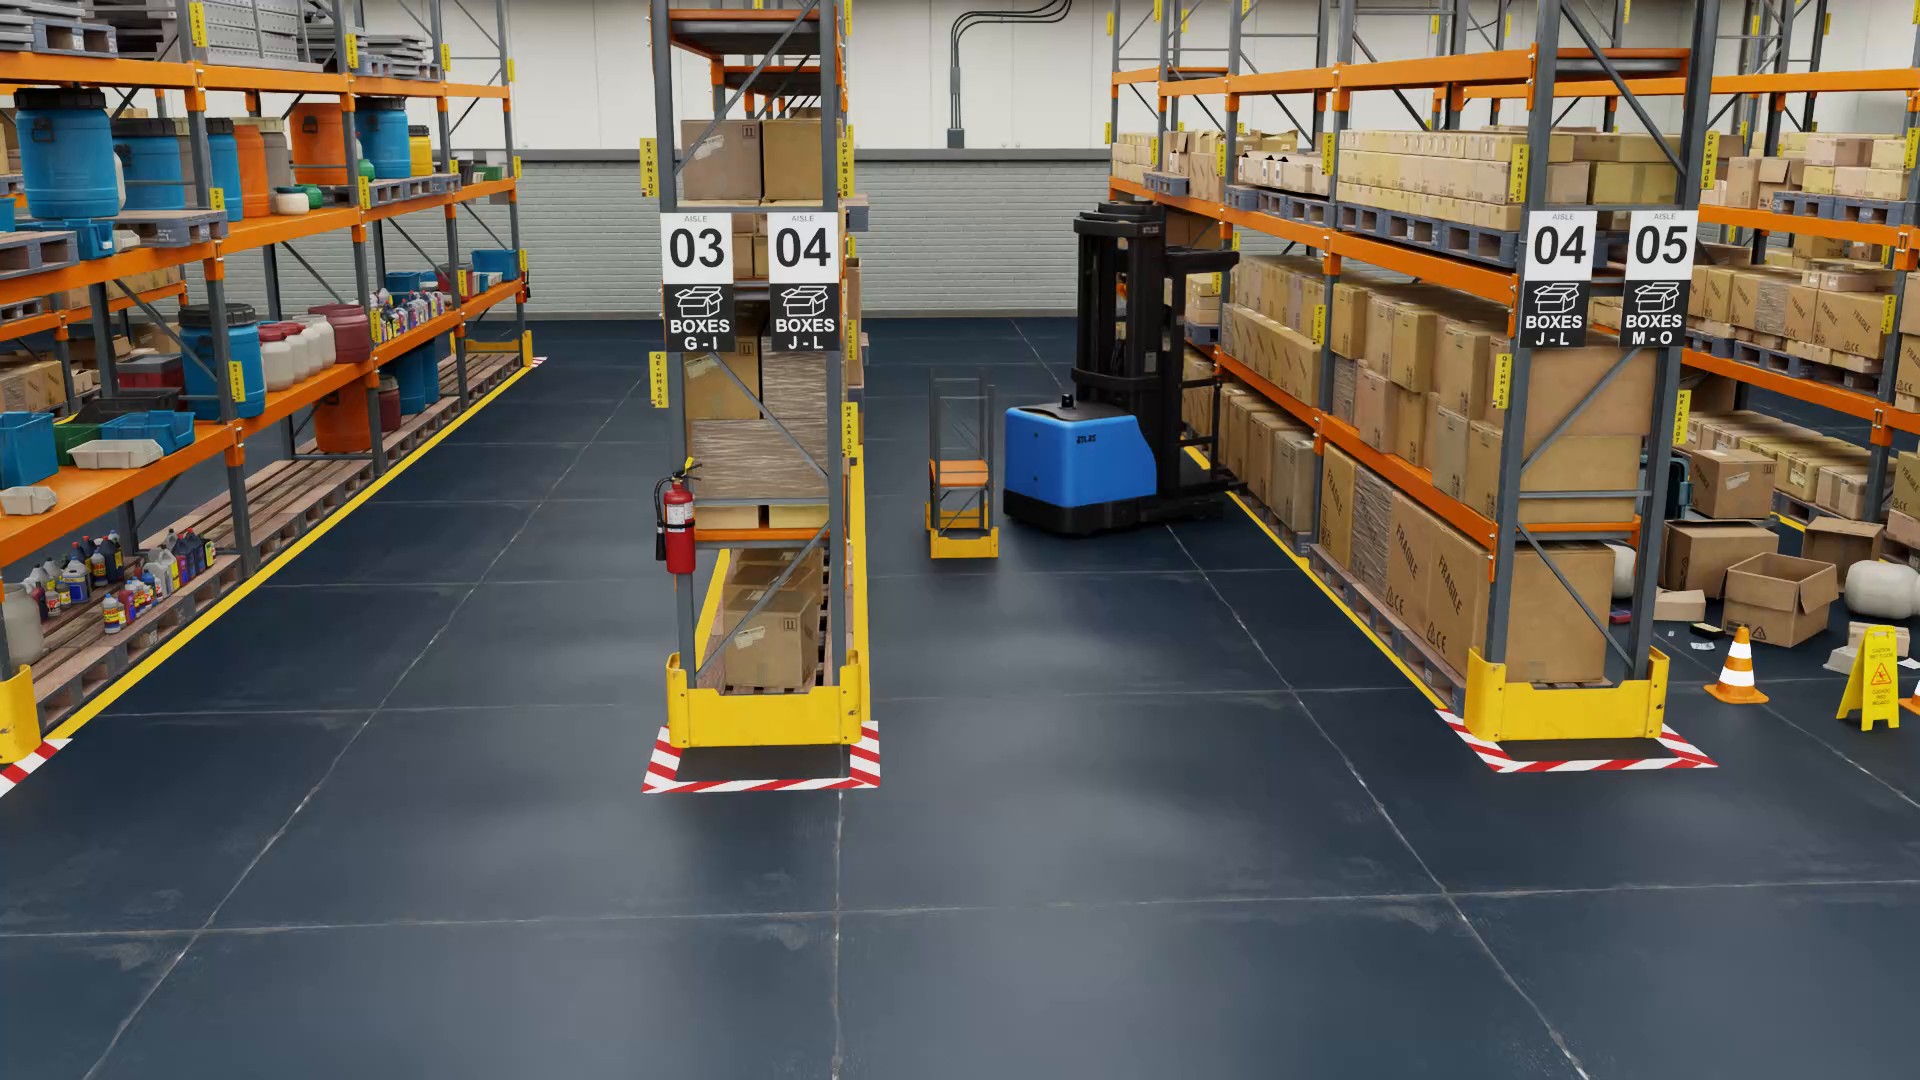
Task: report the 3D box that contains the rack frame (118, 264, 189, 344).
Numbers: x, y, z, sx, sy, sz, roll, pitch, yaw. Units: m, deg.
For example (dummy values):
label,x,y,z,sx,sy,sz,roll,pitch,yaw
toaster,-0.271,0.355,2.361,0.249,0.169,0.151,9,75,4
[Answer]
label,x,y,z,sx,sy,sz,roll,pitch,yaw
rack frame,-12.072,-4.047,24.738,1.000,3.000,0.127,-1,14,-3

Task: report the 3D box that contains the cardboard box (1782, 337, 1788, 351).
label,x,y,z,sx,sy,sz,roll,pitch,yaw
cardboard box,8.180,-1.895,16.031,0.380,0.149,0.250,-1,14,-5

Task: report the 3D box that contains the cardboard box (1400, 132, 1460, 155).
label,x,y,z,sx,sy,sz,roll,pitch,yaw
cardboard box,3.294,-2.761,11.580,0.380,0.149,0.250,-1,14,-4

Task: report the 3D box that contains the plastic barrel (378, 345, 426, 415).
label,x,y,z,sx,sy,sz,roll,pitch,yaw
plastic barrel,-6.819,-2.004,20.163,0.600,0.901,0.708,-1,14,-3

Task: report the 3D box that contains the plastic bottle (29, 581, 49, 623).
label,x,y,z,sx,sy,sz,roll,pitch,yaw
plastic bottle,-6.570,0.444,11.850,0.061,0.283,0.133,-1,14,-3

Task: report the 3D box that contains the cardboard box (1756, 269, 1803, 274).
label,x,y,z,sx,sy,sz,roll,pitch,yaw
cardboard box,8.551,-2.522,17.167,0.500,0.500,0.500,-1,14,-4

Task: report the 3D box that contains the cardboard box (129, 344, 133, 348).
label,x,y,z,sx,sy,sz,roll,pitch,yaw
cardboard box,-12.290,-2.665,24.000,0.500,0.250,0.500,-1,14,-3

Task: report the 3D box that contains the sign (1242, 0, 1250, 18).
label,x,y,z,sx,sy,sz,roll,pitch,yaw
sign,3.574,-6.701,20.817,0.100,0.325,0.005,-1,14,-3

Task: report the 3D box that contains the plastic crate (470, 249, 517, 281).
label,x,y,z,sx,sy,sz,roll,pitch,yaw
plastic crate,-6.921,-4.089,24.707,0.616,0.435,0.499,-1,14,-3

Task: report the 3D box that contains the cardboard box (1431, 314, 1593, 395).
label,x,y,z,sx,sy,sz,roll,pitch,yaw
cardboard box,3.754,-1.237,11.346,0.875,0.550,0.550,-1,14,-3

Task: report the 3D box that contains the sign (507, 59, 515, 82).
label,x,y,z,sx,sy,sz,roll,pitch,yaw
sign,-6.580,-6.885,24.373,0.100,0.325,0.005,-1,14,-3

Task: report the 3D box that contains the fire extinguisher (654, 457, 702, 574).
label,x,y,z,sx,sy,sz,roll,pitch,yaw
fire extinguisher,-1.646,-0.147,9.734,0.296,0.674,0.183,-1,14,-3

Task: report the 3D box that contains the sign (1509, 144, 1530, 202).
label,x,y,z,sx,sy,sz,roll,pitch,yaw
sign,3.221,-2.110,9.569,0.100,0.325,0.005,-1,14,-3

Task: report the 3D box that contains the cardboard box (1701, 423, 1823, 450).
label,x,y,z,sx,sy,sz,roll,pitch,yaw
cardboard box,8.281,-0.970,17.206,0.950,0.372,0.625,-1,14,-5

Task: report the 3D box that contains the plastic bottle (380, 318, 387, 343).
label,x,y,z,sx,sy,sz,roll,pitch,yaw
plastic bottle,-6.365,-2.301,18.199,0.152,0.276,0.135,-1,14,-3

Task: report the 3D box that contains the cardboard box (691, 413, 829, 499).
label,x,y,z,sx,sy,sz,roll,pitch,yaw
cardboard box,-1.200,-0.550,10.347,0.875,0.500,0.500,-1,14,-3

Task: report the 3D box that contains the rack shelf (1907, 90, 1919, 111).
label,x,y,z,sx,sy,sz,roll,pitch,yaw
rack shelf,13.032,-5.301,19.817,1.077,0.370,4.000,-1,14,-3

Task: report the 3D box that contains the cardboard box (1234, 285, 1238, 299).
label,x,y,z,sx,sy,sz,roll,pitch,yaw
cardboard box,3.369,-2.869,19.221,0.380,0.149,0.250,-1,14,-3

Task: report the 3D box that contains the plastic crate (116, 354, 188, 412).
label,x,y,z,sx,sy,sz,roll,pitch,yaw
plastic crate,-6.720,-1.285,13.874,0.402,0.464,0.583,-1,14,-3

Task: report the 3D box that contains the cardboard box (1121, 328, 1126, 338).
label,x,y,z,sx,sy,sz,roll,pitch,yaw
cardboard box,2.589,-3.034,24.485,0.380,0.149,0.250,-2,15,-6

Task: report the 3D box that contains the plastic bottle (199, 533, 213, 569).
label,x,y,z,sx,sy,sz,roll,pitch,yaw
plastic bottle,-6.025,0.078,13.270,0.061,0.283,0.133,0,14,-1

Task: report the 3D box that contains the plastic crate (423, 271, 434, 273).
label,x,y,z,sx,sy,sz,roll,pitch,yaw
plastic crate,-7.359,-3.677,23.513,0.416,0.233,0.300,-1,14,-3

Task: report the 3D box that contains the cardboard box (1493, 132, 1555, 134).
label,x,y,z,sx,sy,sz,roll,pitch,yaw
cardboard box,3.951,-2.772,11.620,0.380,0.149,0.250,-1,14,-3

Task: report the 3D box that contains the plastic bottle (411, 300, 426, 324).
label,x,y,z,sx,sy,sz,roll,pitch,yaw
plastic bottle,-6.471,-2.725,19.848,0.152,0.276,0.135,-1,14,-3

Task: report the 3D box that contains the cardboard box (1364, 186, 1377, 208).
label,x,y,z,sx,sy,sz,roll,pitch,yaw
cardboard box,3.246,-2.565,12.416,0.380,0.149,0.250,-1,14,-4

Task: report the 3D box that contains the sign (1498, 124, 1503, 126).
label,x,y,z,sx,sy,sz,roll,pitch,yaw
sign,8.249,-6.201,25.468,0.100,0.325,0.005,-1,14,-3

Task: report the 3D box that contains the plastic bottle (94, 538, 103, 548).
label,x,y,z,sx,sy,sz,roll,pitch,yaw
plastic bottle,-6.755,0.133,13.071,0.152,0.276,0.135,0,14,-1

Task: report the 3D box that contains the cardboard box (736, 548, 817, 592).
label,x,y,z,sx,sy,sz,roll,pitch,yaw
cardboard box,-1.306,0.327,11.909,0.500,0.500,0.500,0,14,2

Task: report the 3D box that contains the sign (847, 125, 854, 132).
label,x,y,z,sx,sy,sz,roll,pitch,yaw
sign,-1.642,-6.048,24.873,0.100,0.325,0.005,-1,14,-3

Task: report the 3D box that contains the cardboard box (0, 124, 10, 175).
label,x,y,z,sx,sy,sz,roll,pitch,yaw
cardboard box,-11.866,-4.679,19.929,0.600,0.600,0.600,-2,15,-9

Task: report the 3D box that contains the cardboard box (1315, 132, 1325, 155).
label,x,y,z,sx,sy,sz,roll,pitch,yaw
cardboard box,3.655,-3.586,15.681,0.500,0.500,0.500,-1,14,-3

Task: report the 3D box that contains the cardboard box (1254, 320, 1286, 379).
label,x,y,z,sx,sy,sz,roll,pitch,yaw
cardboard box,3.120,-1.818,15.872,0.500,0.500,0.500,-1,14,-4

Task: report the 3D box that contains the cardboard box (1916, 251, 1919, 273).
label,x,y,z,sx,sy,sz,roll,pitch,yaw
cardboard box,12.747,-3.434,21.312,0.700,0.500,0.500,-1,14,-3

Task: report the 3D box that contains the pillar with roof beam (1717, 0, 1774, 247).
label,x,y,z,sx,sy,sz,roll,pitch,yaw
pillar with roof beam,9.096,-7.953,27.879,9.100,9.000,0.400,-1,14,-3

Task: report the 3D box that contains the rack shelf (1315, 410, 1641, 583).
label,x,y,z,sx,sy,sz,roll,pitch,yaw
rack shelf,3.640,-0.421,12.086,1.077,0.370,4.000,-1,14,-3

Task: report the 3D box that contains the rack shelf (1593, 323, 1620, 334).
label,x,y,z,sx,sy,sz,roll,pitch,yaw
rack shelf,8.078,-2.512,20.213,1.077,0.370,4.000,-1,14,-3

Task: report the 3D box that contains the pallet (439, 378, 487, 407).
label,x,y,z,sx,sy,sz,roll,pitch,yaw
pallet,-6.964,-1.960,22.221,1.003,0.211,1.213,-1,14,-3

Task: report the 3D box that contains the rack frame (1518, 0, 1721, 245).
label,x,y,z,sx,sy,sz,roll,pitch,yaw
rack frame,3.764,-3.177,9.315,1.000,3.000,0.127,-1,14,-3

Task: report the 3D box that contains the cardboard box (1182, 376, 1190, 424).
label,x,y,z,sx,sy,sz,roll,pitch,yaw
cardboard box,2.889,-1.674,19.687,0.500,0.500,0.500,-2,15,-6

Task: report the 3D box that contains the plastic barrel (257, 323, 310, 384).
label,x,y,z,sx,sy,sz,roll,pitch,yaw
plastic barrel,-6.297,-1.736,15.480,0.433,0.535,0.433,0,14,0

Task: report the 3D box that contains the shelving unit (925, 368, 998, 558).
label,x,y,z,sx,sy,sz,roll,pitch,yaw
shelving unit,0.005,-0.707,14.766,0.587,1.500,1.083,-1,14,-3

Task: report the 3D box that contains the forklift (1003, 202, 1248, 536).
label,x,y,z,sx,sy,sz,roll,pitch,yaw
forklift,1.919,-1.714,15.805,3.031,2.935,1.130,-9,17,-32

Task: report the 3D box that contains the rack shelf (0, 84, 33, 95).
label,x,y,z,sx,sy,sz,roll,pitch,yaw
rack shelf,-11.700,-4.919,18.330,1.077,0.370,4.000,-1,14,-3

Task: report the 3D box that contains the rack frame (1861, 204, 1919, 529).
label,x,y,z,sx,sy,sz,roll,pitch,yaw
rack frame,8.450,-1.368,14.324,1.000,3.000,0.127,-1,14,-3

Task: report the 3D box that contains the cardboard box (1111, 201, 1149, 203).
label,x,y,z,sx,sy,sz,roll,pitch,yaw
cardboard box,2.535,-4.812,24.904,0.500,0.500,0.500,-1,14,-4

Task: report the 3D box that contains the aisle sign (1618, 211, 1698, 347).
label,x,y,z,sx,sy,sz,roll,pitch,yaw
aisle sign,4.068,-1.518,9.688,0.394,0.787,0.004,-1,14,-3

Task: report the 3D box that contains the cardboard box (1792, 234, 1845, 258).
label,x,y,z,sx,sy,sz,roll,pitch,yaw
cardboard box,12.513,-4.375,24.208,0.500,0.500,0.500,-1,14,-2

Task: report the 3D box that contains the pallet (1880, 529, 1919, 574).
label,x,y,z,sx,sy,sz,roll,pitch,yaw
pallet,8.527,0.149,14.024,1.003,0.211,1.213,-1,14,-3

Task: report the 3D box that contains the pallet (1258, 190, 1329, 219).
label,x,y,z,sx,sy,sz,roll,pitch,yaw
pallet,3.433,-3.185,15.745,1.003,0.211,1.213,0,14,-1

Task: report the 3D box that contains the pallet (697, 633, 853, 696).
label,x,y,z,sx,sy,sz,roll,pitch,yaw
pallet,-1.213,0.909,11.071,1.003,0.211,1.213,-1,14,-3

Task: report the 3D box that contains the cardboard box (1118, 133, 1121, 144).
label,x,y,z,sx,sy,sz,roll,pitch,yaw
cardboard box,2.507,-5.850,24.220,0.380,0.149,0.250,-1,14,-4

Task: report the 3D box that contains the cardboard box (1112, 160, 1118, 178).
label,x,y,z,sx,sy,sz,roll,pitch,yaw
cardboard box,2.545,-5.515,24.724,0.500,0.250,0.500,0,14,-1

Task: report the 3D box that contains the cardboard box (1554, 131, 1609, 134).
label,x,y,z,sx,sy,sz,roll,pitch,yaw
cardboard box,7.720,-4.839,20.749,0.500,0.500,0.500,-1,14,-4

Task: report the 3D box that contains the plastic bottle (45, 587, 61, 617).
label,x,y,z,sx,sy,sz,roll,pitch,yaw
plastic bottle,-6.561,0.444,12.013,0.097,0.201,0.097,0,14,0

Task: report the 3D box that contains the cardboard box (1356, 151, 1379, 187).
label,x,y,z,sx,sy,sz,roll,pitch,yaw
cardboard box,3.300,-2.791,12.495,0.500,0.250,0.500,-1,14,-4

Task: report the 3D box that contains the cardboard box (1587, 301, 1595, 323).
label,x,y,z,sx,sy,sz,roll,pitch,yaw
cardboard box,7.790,-2.791,20.154,0.500,0.250,0.500,-1,14,-4
